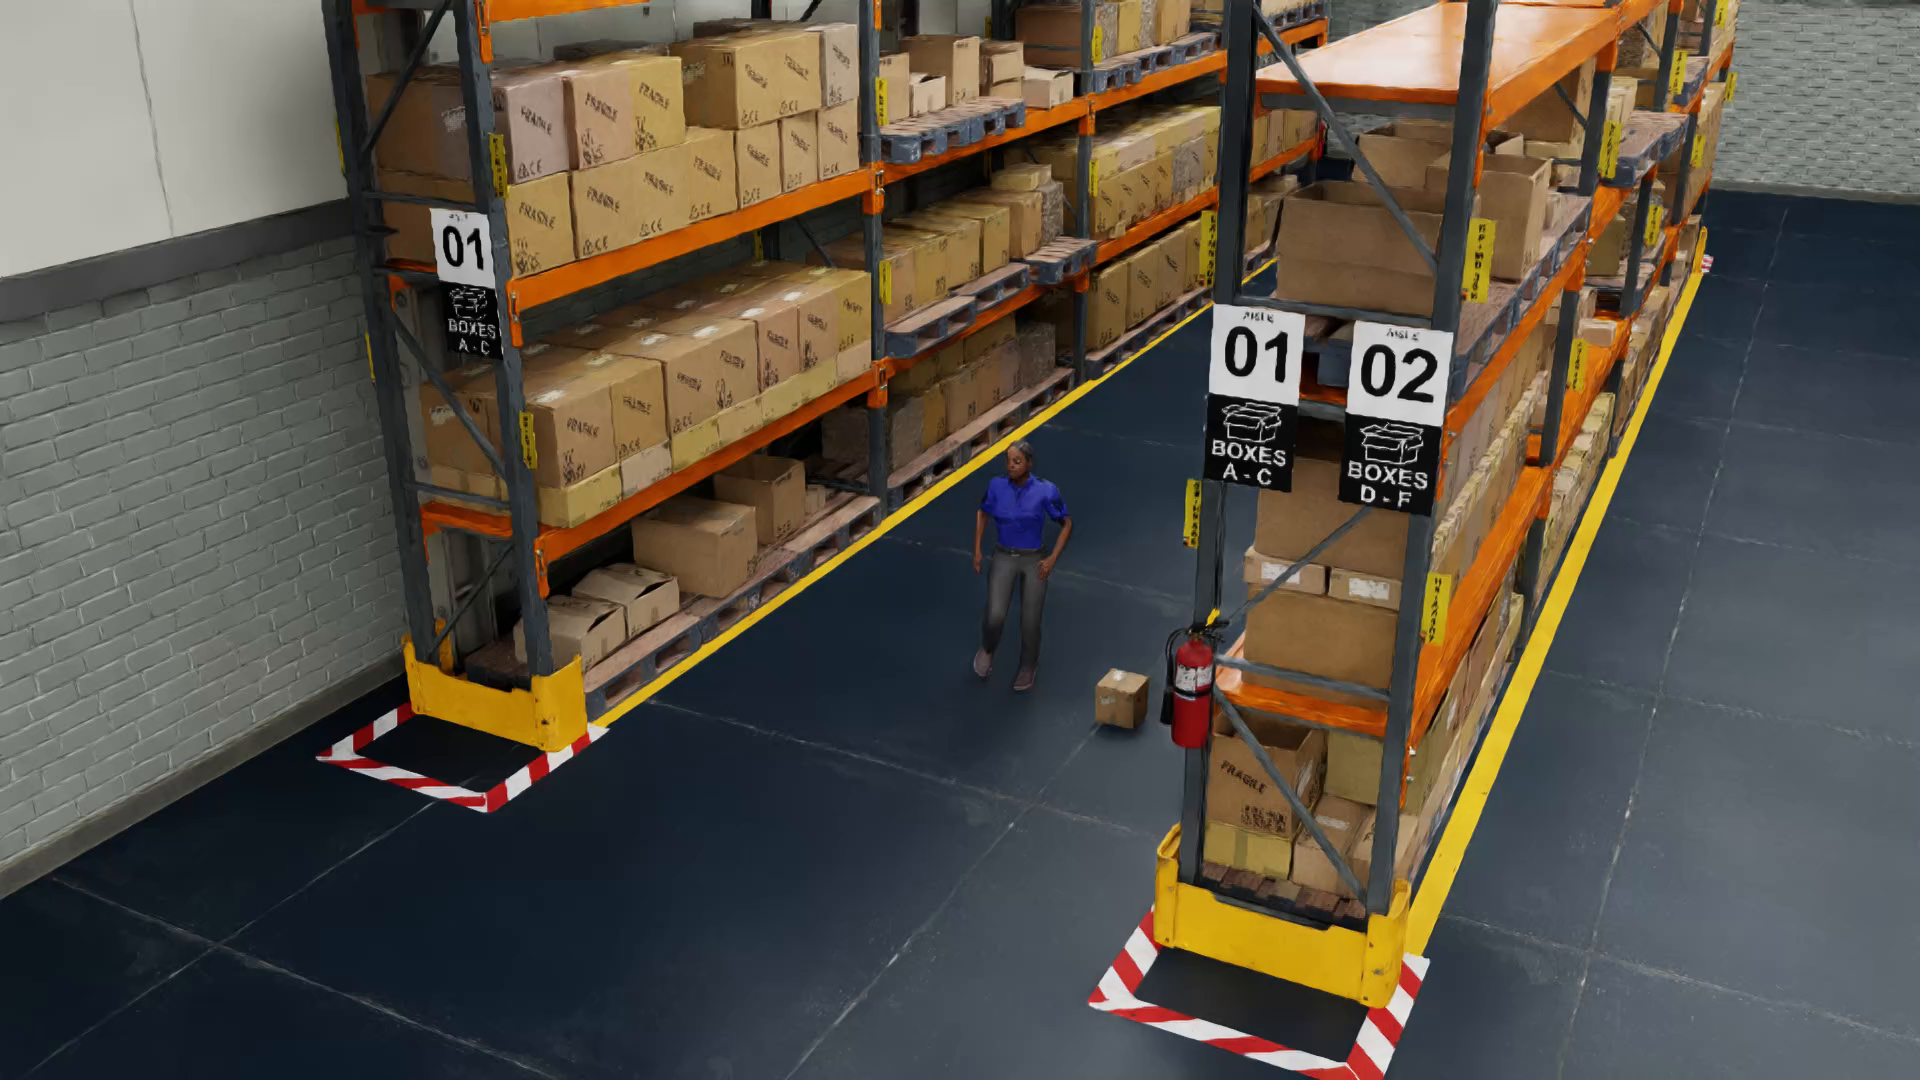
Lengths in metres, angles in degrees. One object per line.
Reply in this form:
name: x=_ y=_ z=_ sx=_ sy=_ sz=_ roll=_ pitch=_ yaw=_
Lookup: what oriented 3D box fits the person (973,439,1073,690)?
person: x=0.383 y=0.173 z=10.380 sx=0.621 sy=1.626 sz=0.472 roll=3 pitch=23 yaw=6
